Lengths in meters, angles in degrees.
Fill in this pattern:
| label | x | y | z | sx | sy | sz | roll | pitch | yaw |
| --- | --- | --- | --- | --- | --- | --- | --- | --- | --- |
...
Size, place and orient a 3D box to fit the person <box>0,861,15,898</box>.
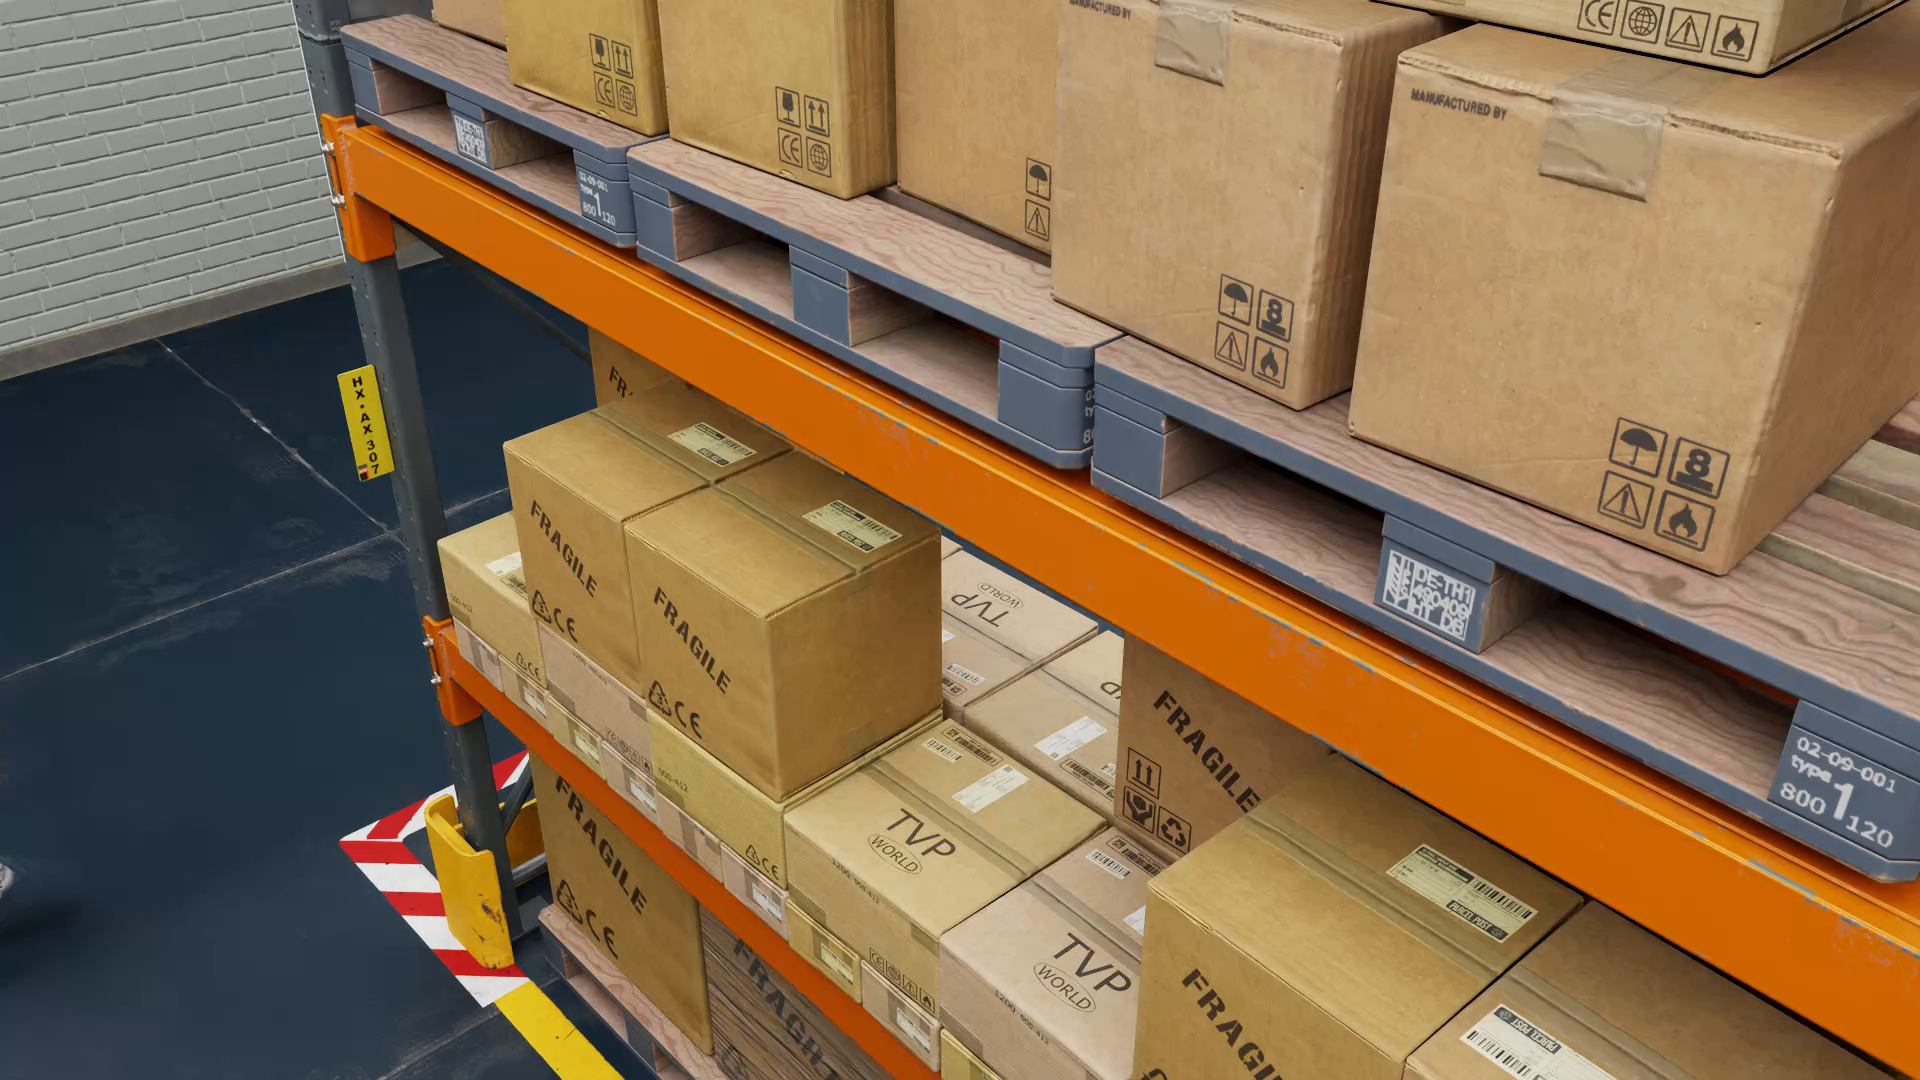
| label | x | y | z | sx | sy | sz | roll | pitch | yaw |
| --- | --- | --- | --- | --- | --- | --- | --- | --- | --- |
| person | -3.461 | 0.739 | 4.908 | 0.932 | 1.735 | 0.569 | -26 | 40 | -35 |
